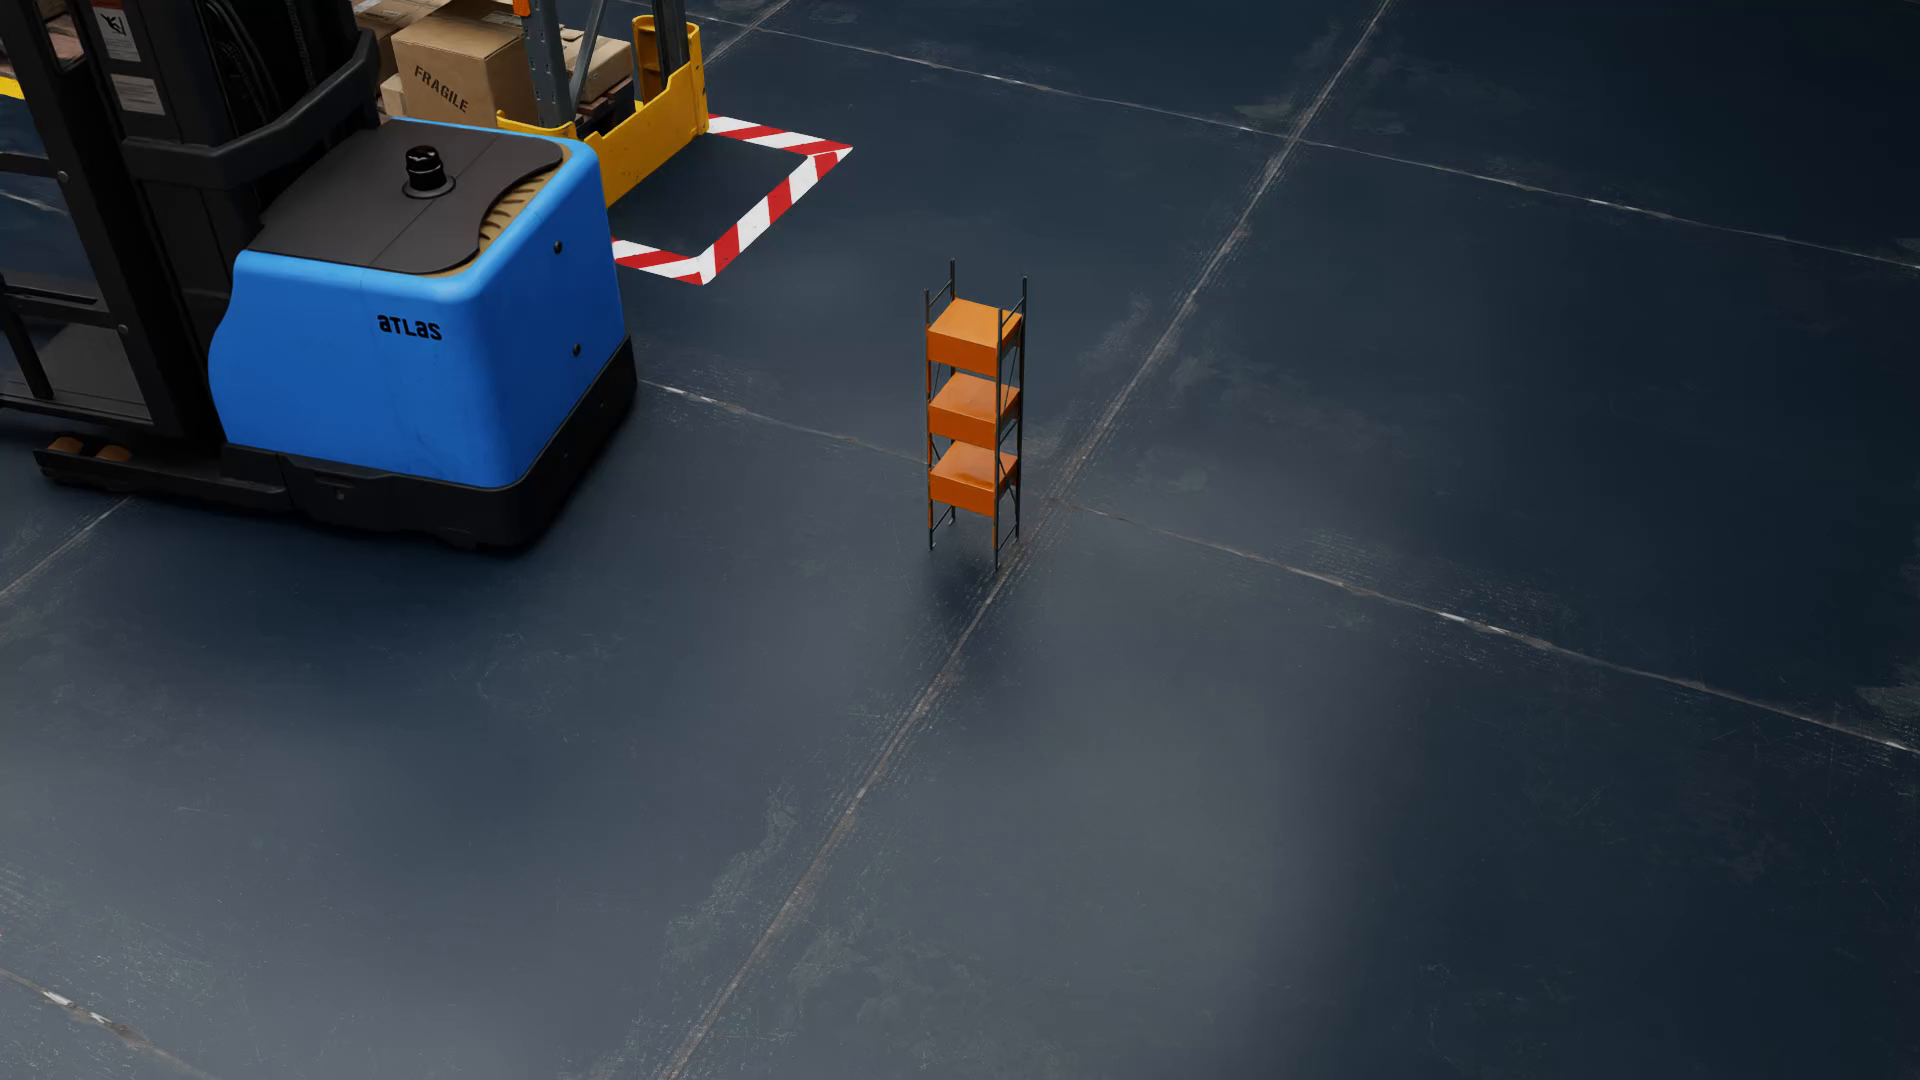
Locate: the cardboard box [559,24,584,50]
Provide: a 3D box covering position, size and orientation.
[{"bbox_3d":[-1.987,-2.316,7.959,0.250,0.166,0.380,17,44,19],"label":"cardboard box"}]

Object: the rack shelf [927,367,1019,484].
[{"bbox_3d":[0.048,-0.374,5.396,0.240,0.259,0.215,17,44,19],"label":"rack shelf"}]

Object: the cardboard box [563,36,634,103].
[{"bbox_3d":[-1.760,-2.240,7.885,0.250,0.149,0.380,17,44,19],"label":"cardboard box"}]

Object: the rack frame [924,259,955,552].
[{"bbox_3d":[-0.062,-0.416,5.428,0.008,1.050,0.200,17,44,19],"label":"rack frame"}]

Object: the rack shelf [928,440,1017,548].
[{"bbox_3d":[0.048,-0.164,5.578,0.240,0.259,0.215,17,44,19],"label":"rack shelf"}]

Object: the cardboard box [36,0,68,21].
[{"bbox_3d":[-4.862,-2.844,8.458,0.500,0.311,0.500,17,44,19],"label":"cardboard box"}]

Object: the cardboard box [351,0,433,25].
[{"bbox_3d":[-2.805,-2.554,8.170,0.500,0.250,0.500,17,44,19],"label":"cardboard box"}]

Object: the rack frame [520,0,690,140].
[{"bbox_3d":[-1.526,-2.831,6.726,0.127,3.000,1.000,17,44,19],"label":"rack frame"}]

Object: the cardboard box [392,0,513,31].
[{"bbox_3d":[-2.352,-2.415,8.010,0.500,0.250,0.500,17,44,19],"label":"cardboard box"}]

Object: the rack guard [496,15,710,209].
[{"bbox_3d":[-1.595,-1.907,7.569,0.348,0.500,1.175,17,44,19],"label":"rack guard"}]

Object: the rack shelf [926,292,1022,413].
[{"bbox_3d":[0.048,-0.588,5.210,0.240,0.259,0.215,17,44,19],"label":"rack shelf"}]

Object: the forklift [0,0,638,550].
[{"bbox_3d":[-2.797,-1.603,5.361,3.031,2.935,1.130,10,42,11],"label":"forklift"}]

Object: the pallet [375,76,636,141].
[{"bbox_3d":[-2.318,-2.018,7.918,1.213,0.211,1.003,17,44,19],"label":"pallet"}]

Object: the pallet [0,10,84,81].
[{"bbox_3d":[-4.529,-2.694,8.697,1.213,0.211,1.003,17,44,19],"label":"pallet"}]

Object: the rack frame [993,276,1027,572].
[{"bbox_3d":[0.159,-0.348,5.350,0.008,1.050,0.200,17,44,19],"label":"rack frame"}]

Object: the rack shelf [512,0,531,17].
[{"bbox_3d":[-3.338,-3.113,7.600,4.000,0.370,1.077,17,44,19],"label":"rack shelf"}]

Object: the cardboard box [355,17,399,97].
[{"bbox_3d":[-2.971,-2.243,7.811,0.500,0.250,0.500,17,44,19],"label":"cardboard box"}]

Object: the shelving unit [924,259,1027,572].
[{"bbox_3d":[0.048,-0.382,5.389,0.252,1.050,0.215,17,44,19],"label":"shelving unit"}]

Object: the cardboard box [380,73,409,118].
[{"bbox_3d":[-2.452,-2.096,7.706,0.250,0.166,0.380,17,44,19],"label":"cardboard box"}]

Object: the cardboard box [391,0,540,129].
[{"bbox_3d":[-2.123,-2.057,7.405,0.500,0.500,0.500,17,44,19],"label":"cardboard box"}]
